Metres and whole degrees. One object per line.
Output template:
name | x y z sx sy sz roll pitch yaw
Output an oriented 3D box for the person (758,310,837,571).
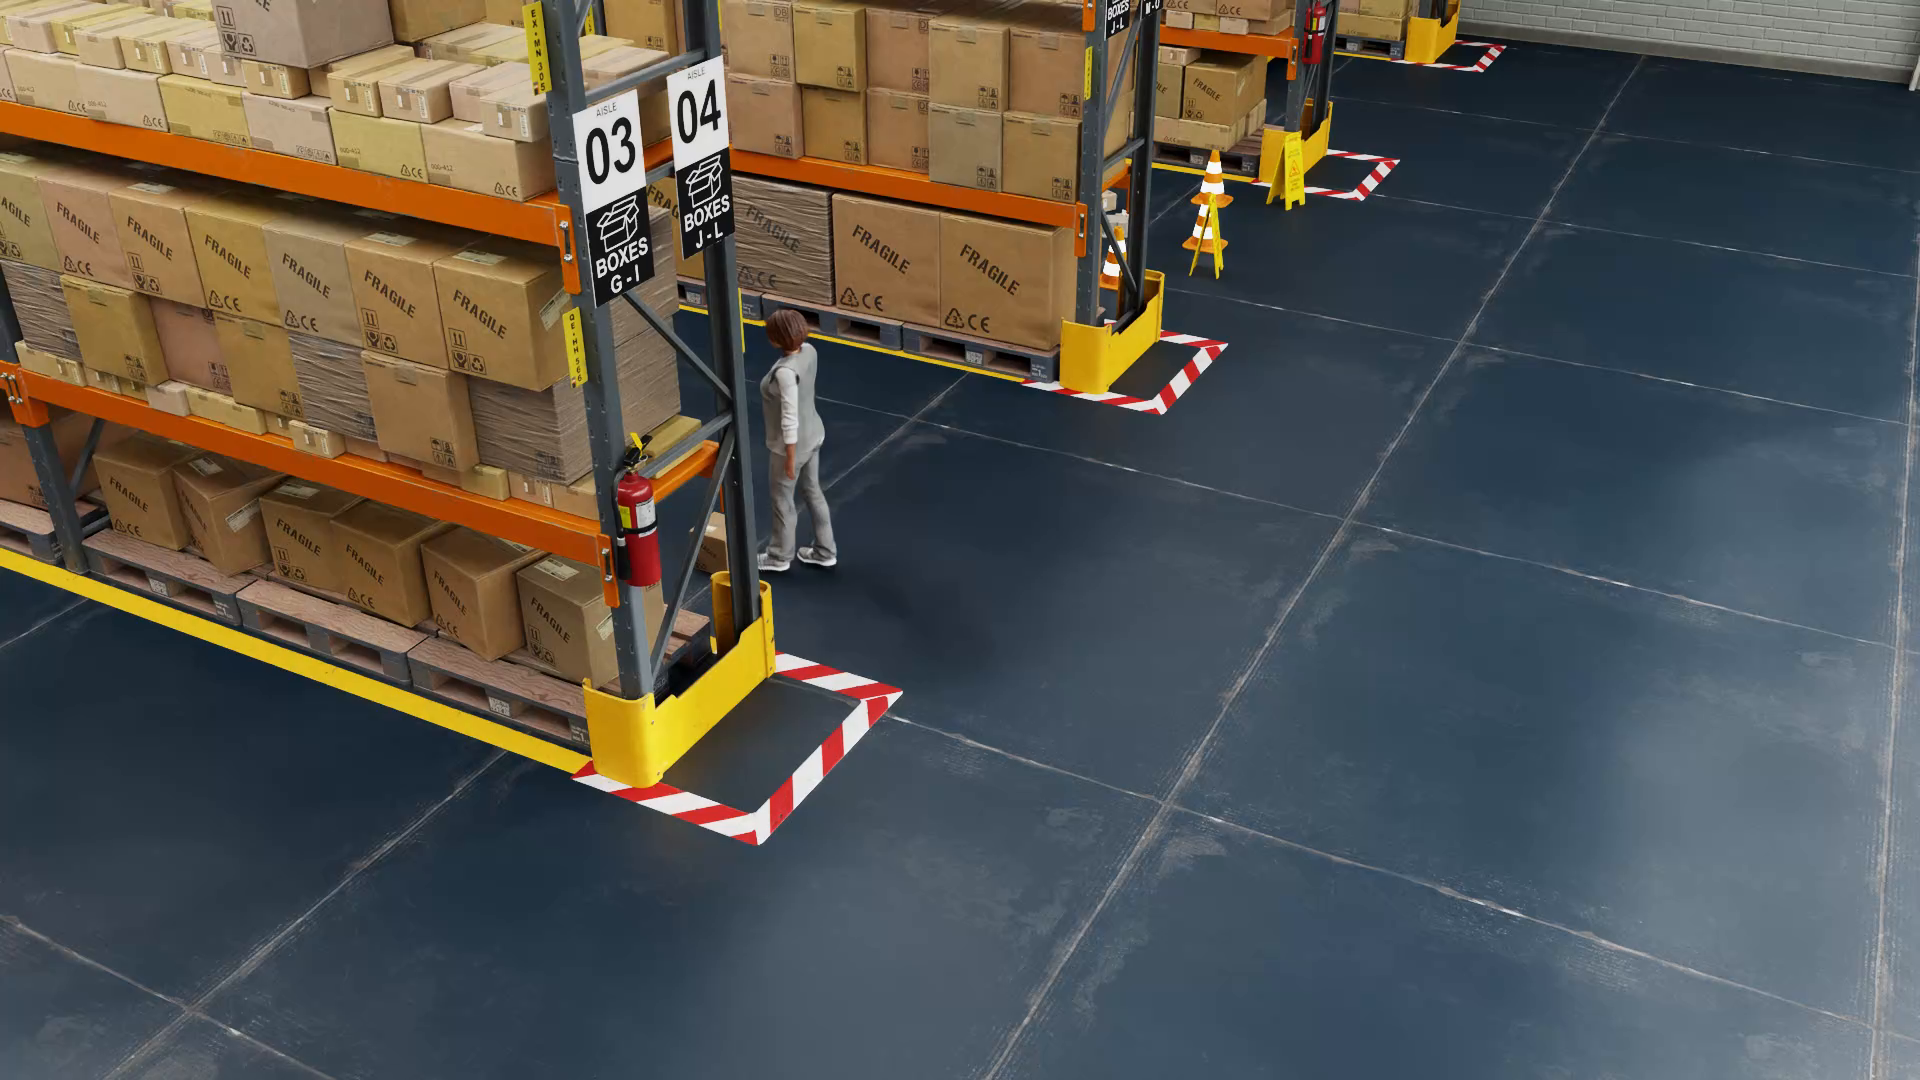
person | -0.961 -0.547 9.194 0.529 1.602 0.459 10 32 16
